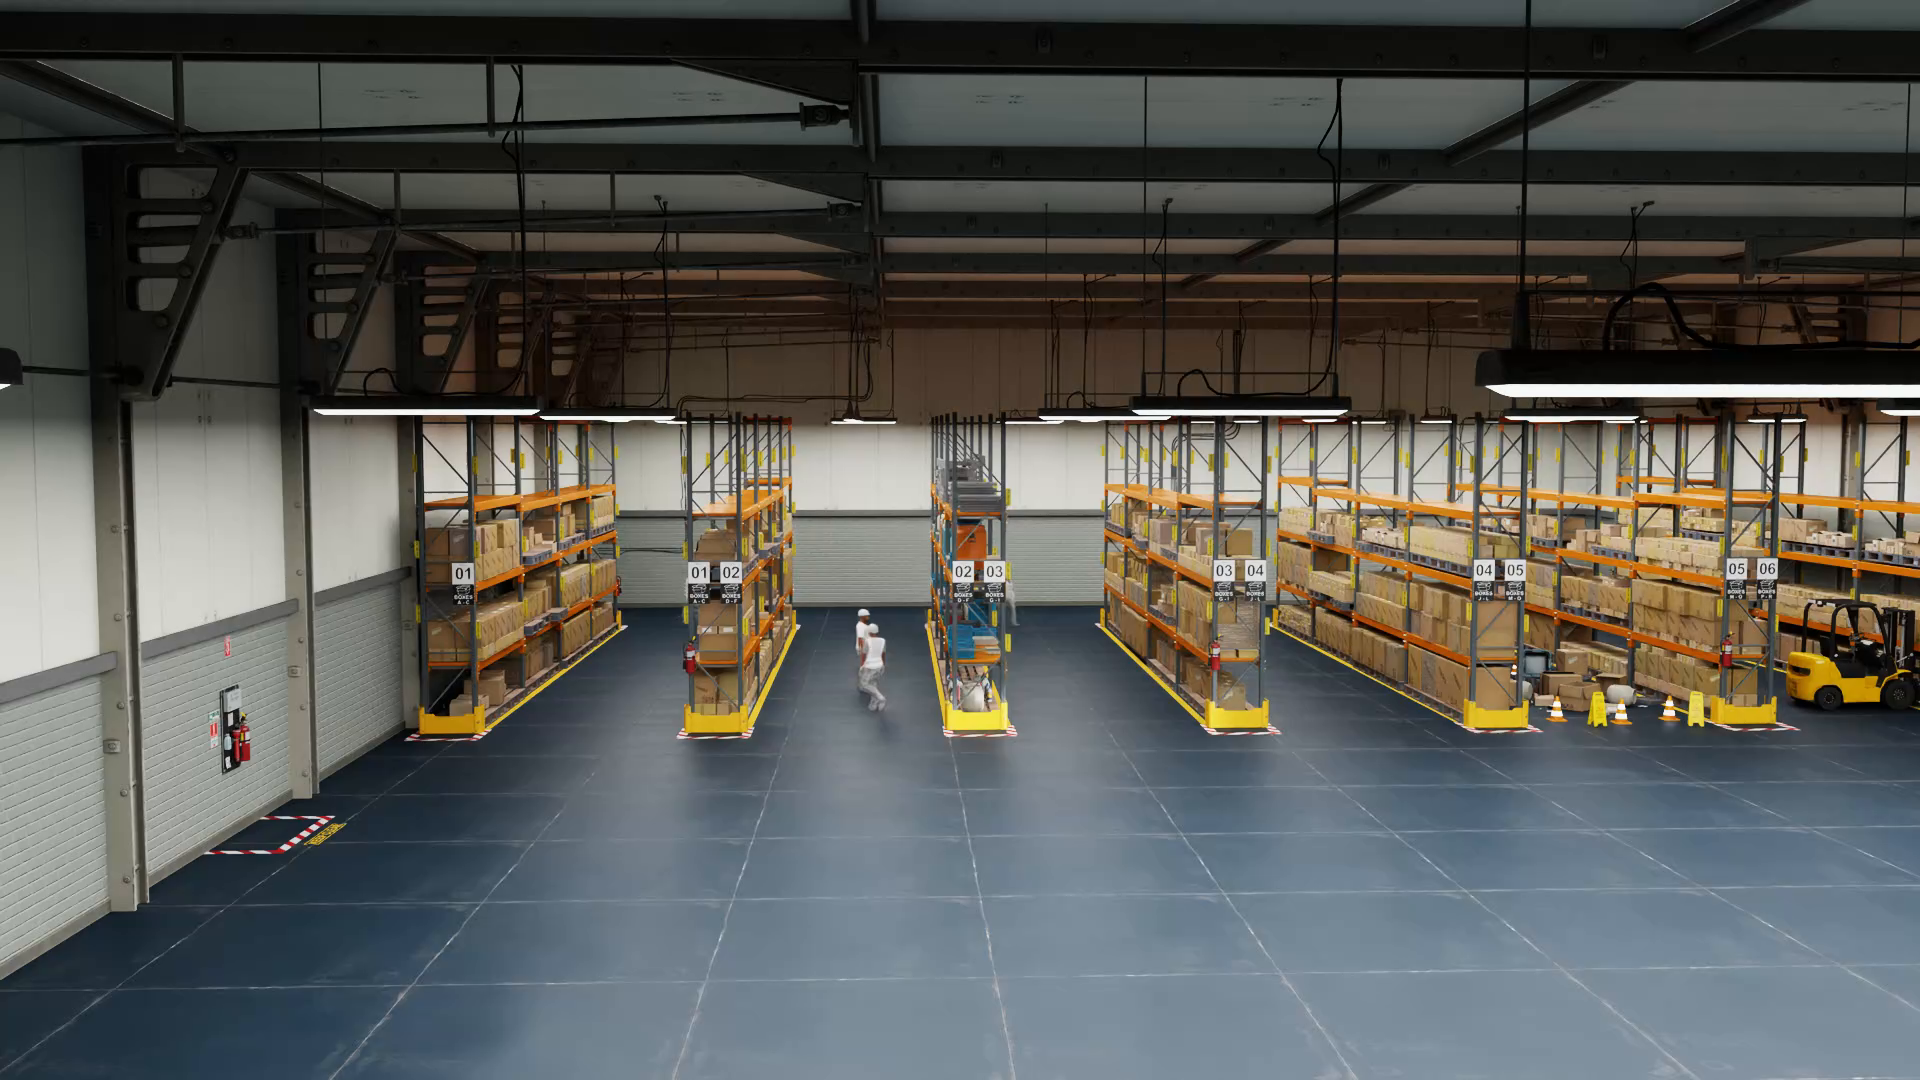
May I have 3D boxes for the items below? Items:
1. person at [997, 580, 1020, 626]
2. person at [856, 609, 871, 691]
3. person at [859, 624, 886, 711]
[{"bbox_3d":[1.319,1.653,47.701,0.583,1.626,0.886,-3,5,-33],"label":"person"},{"bbox_3d":[-2.069,2.407,36.060,0.385,1.802,0.624,0,4,4],"label":"person"},{"bbox_3d":[-1.745,2.556,33.335,0.599,1.774,0.586,3,5,37],"label":"person"}]
